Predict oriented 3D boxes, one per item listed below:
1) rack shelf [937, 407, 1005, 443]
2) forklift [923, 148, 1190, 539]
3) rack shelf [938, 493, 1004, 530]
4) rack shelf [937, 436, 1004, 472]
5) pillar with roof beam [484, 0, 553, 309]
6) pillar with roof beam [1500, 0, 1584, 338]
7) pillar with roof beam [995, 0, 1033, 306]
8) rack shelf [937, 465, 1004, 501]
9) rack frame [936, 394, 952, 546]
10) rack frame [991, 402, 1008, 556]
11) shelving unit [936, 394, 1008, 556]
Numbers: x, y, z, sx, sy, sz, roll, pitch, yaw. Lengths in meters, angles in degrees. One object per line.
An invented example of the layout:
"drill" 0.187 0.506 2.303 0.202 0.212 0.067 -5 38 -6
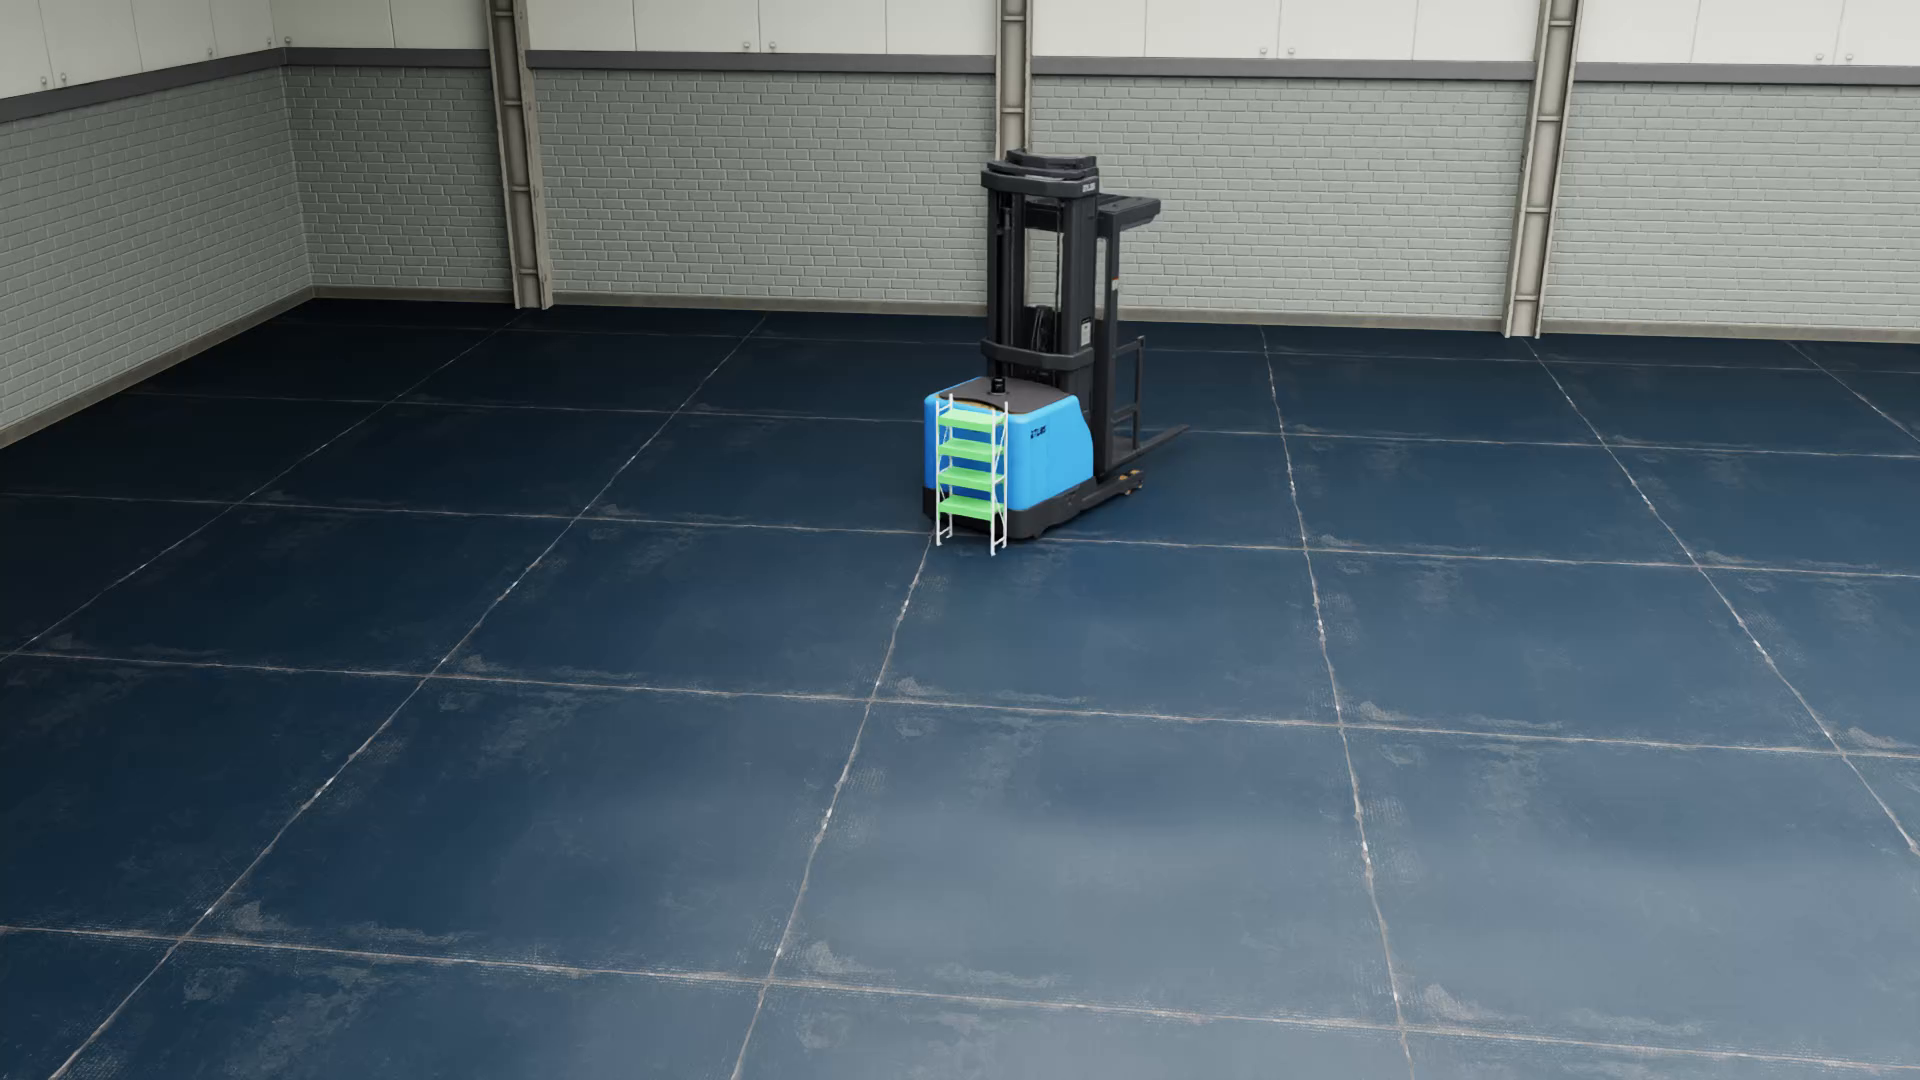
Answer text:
"rack shelf" 0.092 -0.898 12.947 0.480 0.148 0.258 11 24 26
"forklift" 0.975 -1.851 14.135 1.130 2.935 3.031 15 26 34
"rack shelf" 0.092 -0.228 13.212 0.480 0.148 0.258 11 24 26
"rack shelf" 0.092 -0.675 13.035 0.480 0.148 0.258 11 24 26
"pillar with roof beam" -5.843 -5.547 15.232 0.400 9.000 9.100 2 22 6
"pillar with roof beam" 6.073 -5.028 13.919 0.400 9.000 9.100 2 22 6
"pillar with roof beam" 0.115 -5.288 14.575 0.400 9.000 9.100 2 22 6
"rack shelf" 0.092 -0.451 13.124 0.480 0.148 0.258 11 24 26
"rack frame" -0.124 -0.553 13.206 0.015 1.200 0.240 11 24 26
"rack frame" 0.308 -0.469 12.994 0.015 1.200 0.240 11 24 26
"shelving unit" 0.092 -0.511 13.100 0.503 1.200 0.258 11 24 26
